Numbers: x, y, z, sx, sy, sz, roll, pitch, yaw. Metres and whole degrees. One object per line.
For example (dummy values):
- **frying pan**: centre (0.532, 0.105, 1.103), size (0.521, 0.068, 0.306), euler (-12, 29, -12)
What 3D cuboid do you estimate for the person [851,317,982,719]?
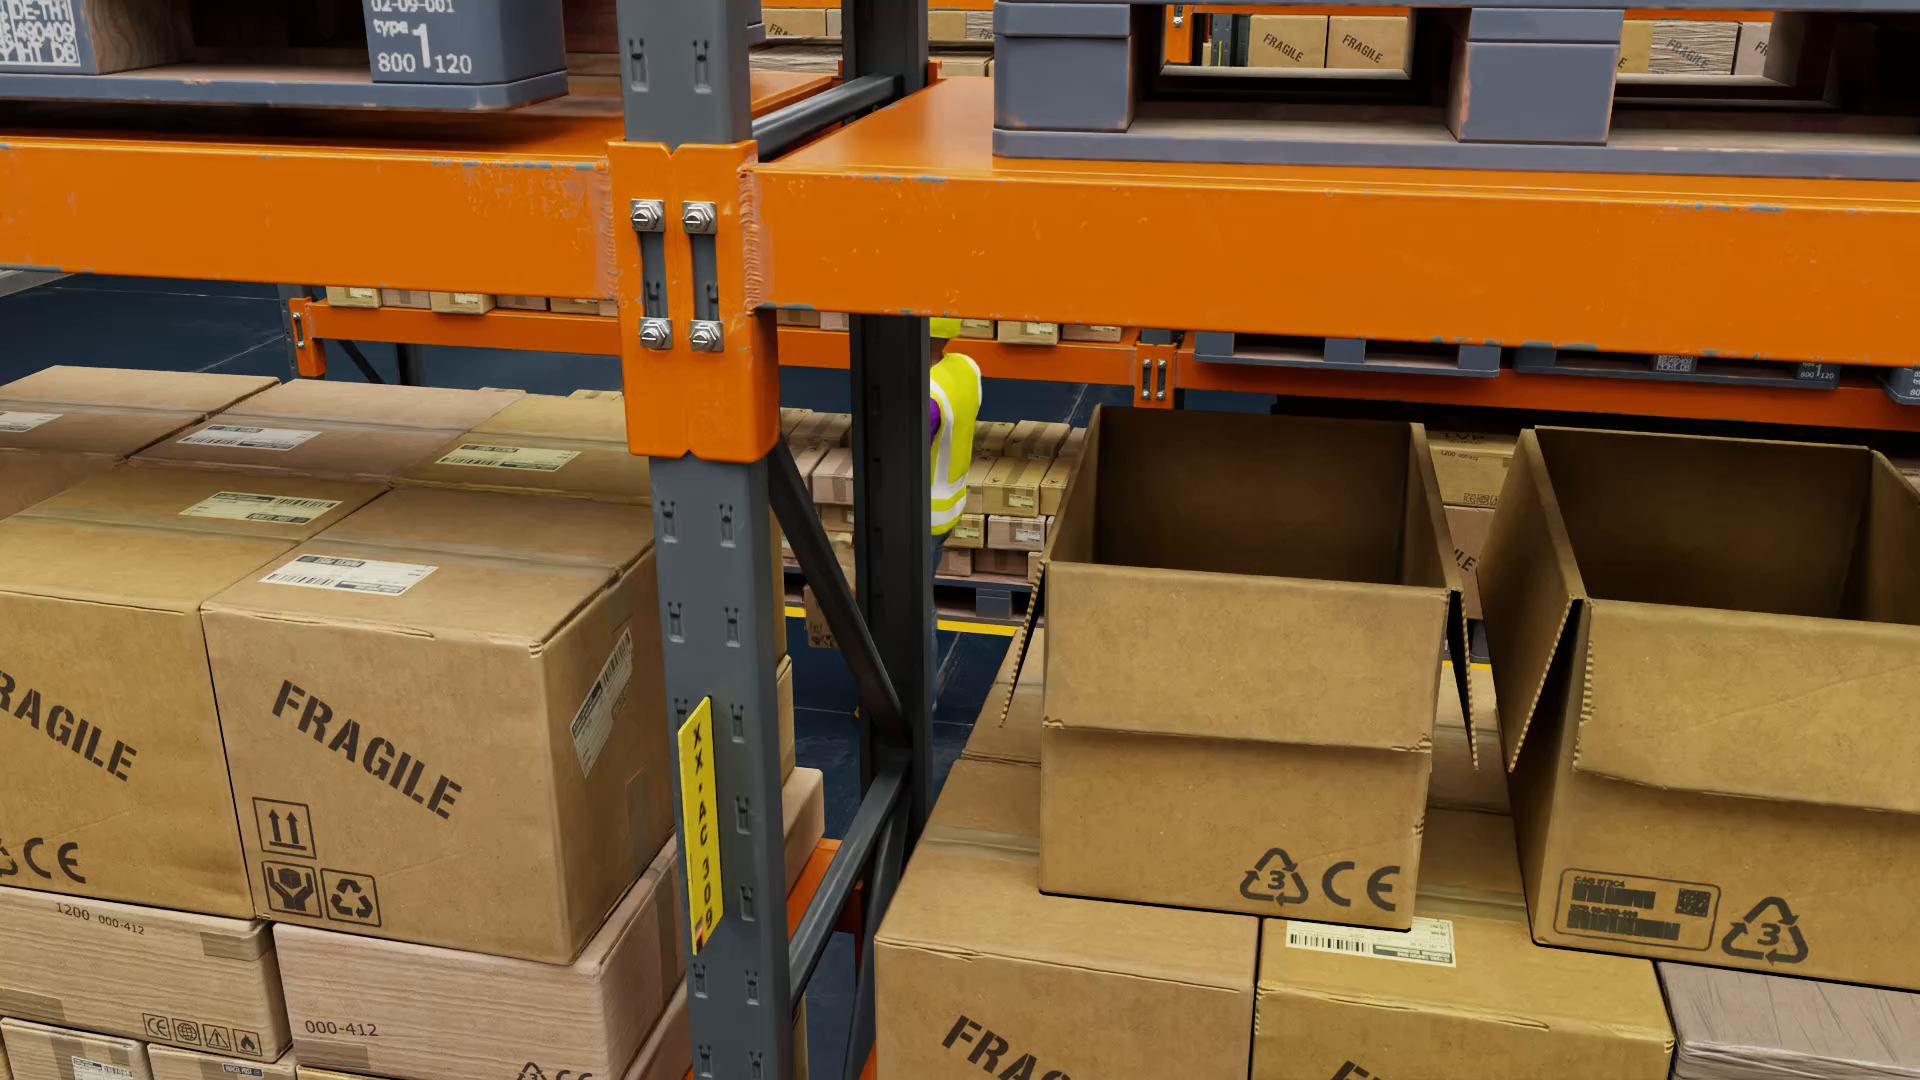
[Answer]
- **person**: centre (-0.231, -0.105, 6.299), size (0.575, 1.768, 0.625), euler (7, 22, 17)
